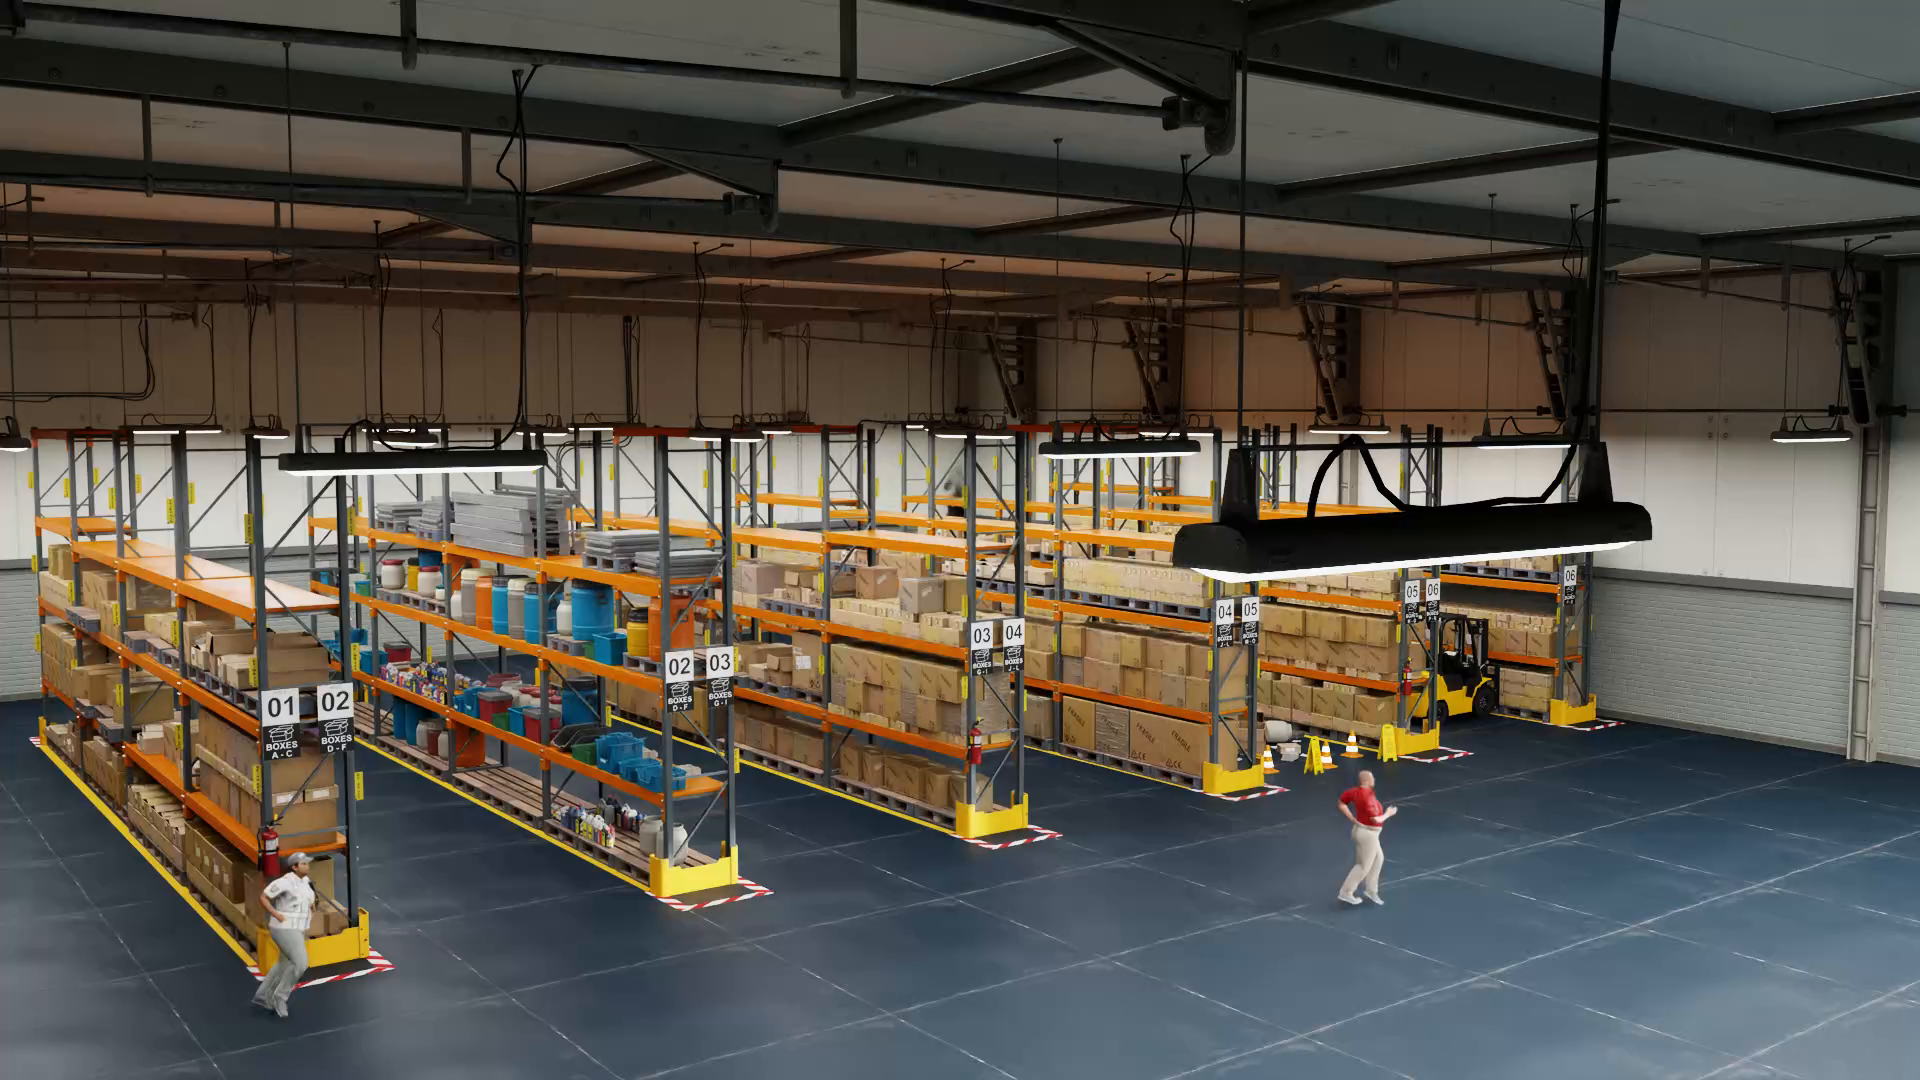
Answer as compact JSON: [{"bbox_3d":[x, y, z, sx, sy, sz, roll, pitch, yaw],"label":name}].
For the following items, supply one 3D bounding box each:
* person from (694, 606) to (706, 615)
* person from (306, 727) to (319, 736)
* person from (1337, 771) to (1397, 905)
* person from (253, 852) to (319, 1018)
[{"bbox_3d":[-6.435,2.359,40.459,0.776,1.631,0.490,2,5,20],"label":"person"},{"bbox_3d":[-10.777,3.347,27.703,0.893,1.570,0.537,4,6,44],"label":"person"},{"bbox_3d":[5.166,3.815,21.157,0.755,1.791,0.640,0,4,-6],"label":"person"},{"bbox_3d":[-7.131,4.153,17.611,0.638,1.668,0.685,0,4,4],"label":"person"}]
